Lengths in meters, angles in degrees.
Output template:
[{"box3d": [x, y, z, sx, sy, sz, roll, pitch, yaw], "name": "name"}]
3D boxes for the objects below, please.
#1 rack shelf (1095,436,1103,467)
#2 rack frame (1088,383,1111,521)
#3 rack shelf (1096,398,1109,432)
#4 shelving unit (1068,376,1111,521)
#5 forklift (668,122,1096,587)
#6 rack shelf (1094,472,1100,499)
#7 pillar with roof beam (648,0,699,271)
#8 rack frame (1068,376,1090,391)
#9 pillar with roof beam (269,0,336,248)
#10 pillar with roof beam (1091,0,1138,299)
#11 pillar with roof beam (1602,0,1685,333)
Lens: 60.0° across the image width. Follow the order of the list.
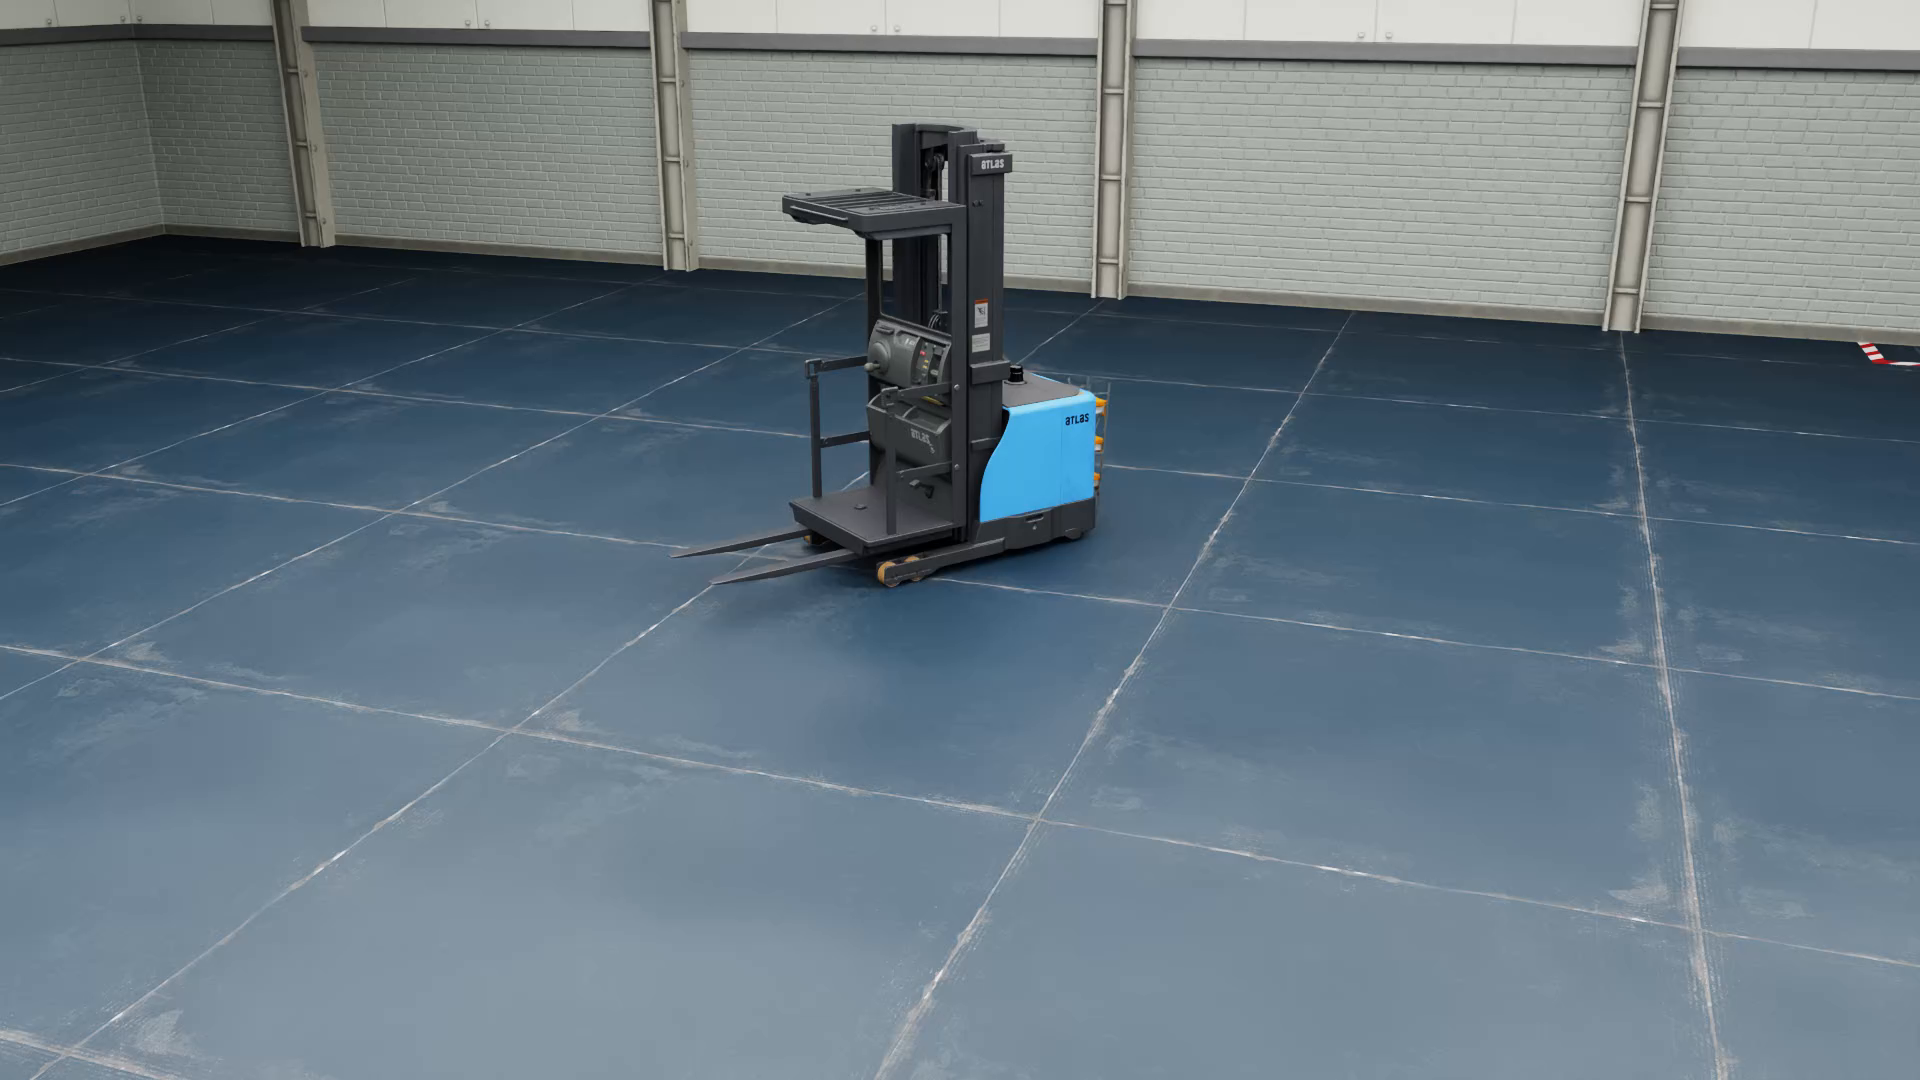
[{"box3d": [0.917, -0.663, 12.393, 0.215, 0.259, 0.240, -8, 20, -34], "name": "rack shelf"}, {"box3d": [0.988, -0.640, 12.295, 0.200, 1.050, 0.008, -8, 20, -34], "name": "rack frame"}, {"box3d": [0.935, -0.934, 12.311, 0.215, 0.259, 0.240, -8, 20, -34], "name": "rack shelf"}, {"box3d": [0.918, -0.673, 12.390, 0.215, 1.050, 0.252, -8, 20, -34], "name": "shelving unit"}, {"box3d": [-0.519, -1.266, 11.256, 3.031, 2.935, 1.130, -13, 23, -32], "name": "forklift"}, {"box3d": [0.899, -0.398, 12.472, 0.215, 0.259, 0.240, -8, 20, -34], "name": "rack shelf"}, {"box3d": [-5.209, -6.613, 17.376, 0.400, 9.000, 9.100, 7, 20, 18], "name": "pillar with roof beam"}, {"box3d": [0.848, -0.706, 12.484, 0.200, 1.050, 0.008, -8, 20, -34], "name": "rack frame"}, {"box3d": [-10.877, -7.261, 19.235, 0.400, 9.000, 9.100, 7, 20, 18], "name": "pillar with roof beam"}, {"box3d": [0.459, -5.965, 15.517, 0.400, 9.000, 9.100, 7, 20, 18], "name": "pillar with roof beam"}, {"box3d": [6.126, -5.317, 13.657, 0.400, 9.000, 9.100, 7, 20, 18], "name": "pillar with roof beam"}]
